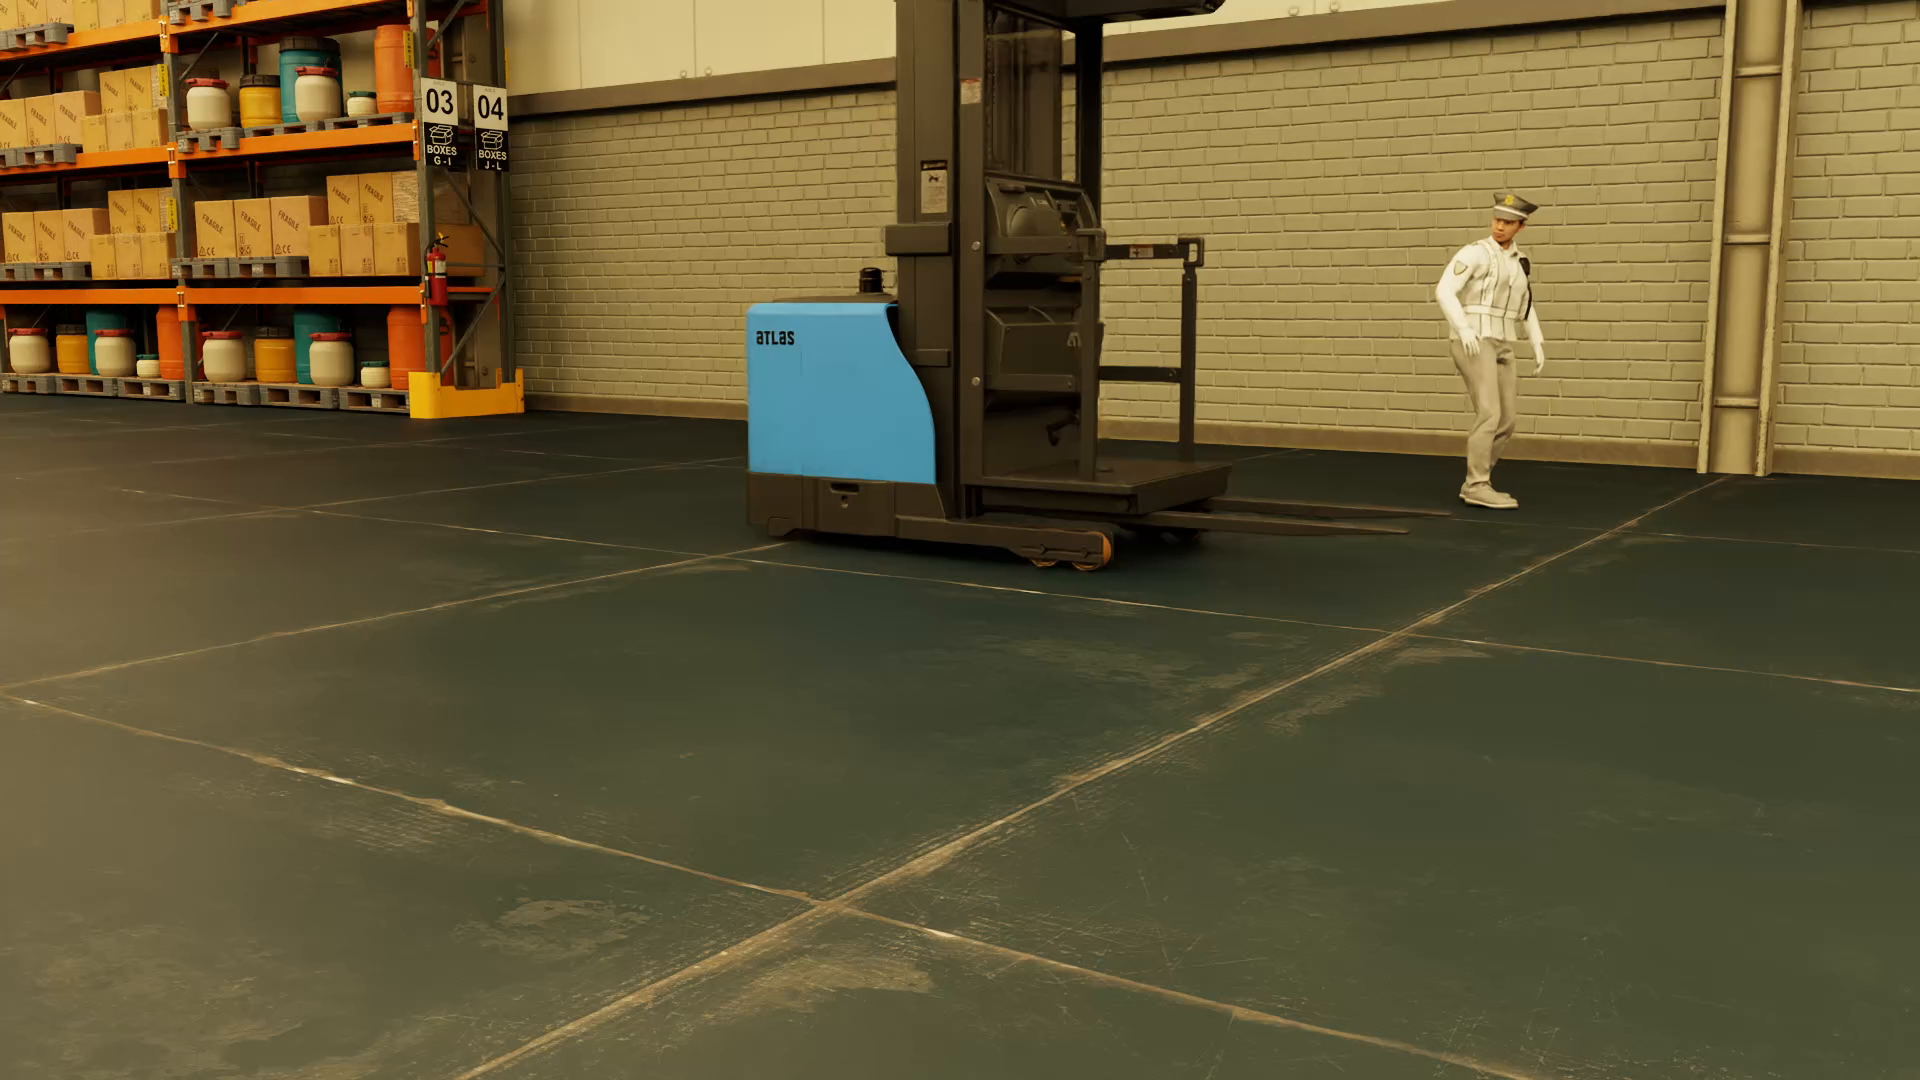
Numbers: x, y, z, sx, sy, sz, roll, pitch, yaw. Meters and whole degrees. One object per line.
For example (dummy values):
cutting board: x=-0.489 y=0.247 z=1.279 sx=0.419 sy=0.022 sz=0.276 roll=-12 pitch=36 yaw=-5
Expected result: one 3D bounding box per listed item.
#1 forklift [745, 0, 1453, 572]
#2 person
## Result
forklift: x=0.542 y=-1.408 z=7.095 sx=3.031 sy=2.935 sz=1.130 roll=5 pitch=9 yaw=31
person: x=2.884 y=-1.007 z=8.858 sx=0.684 sy=1.651 sz=0.468 roll=-6 pitch=10 yaw=-37
